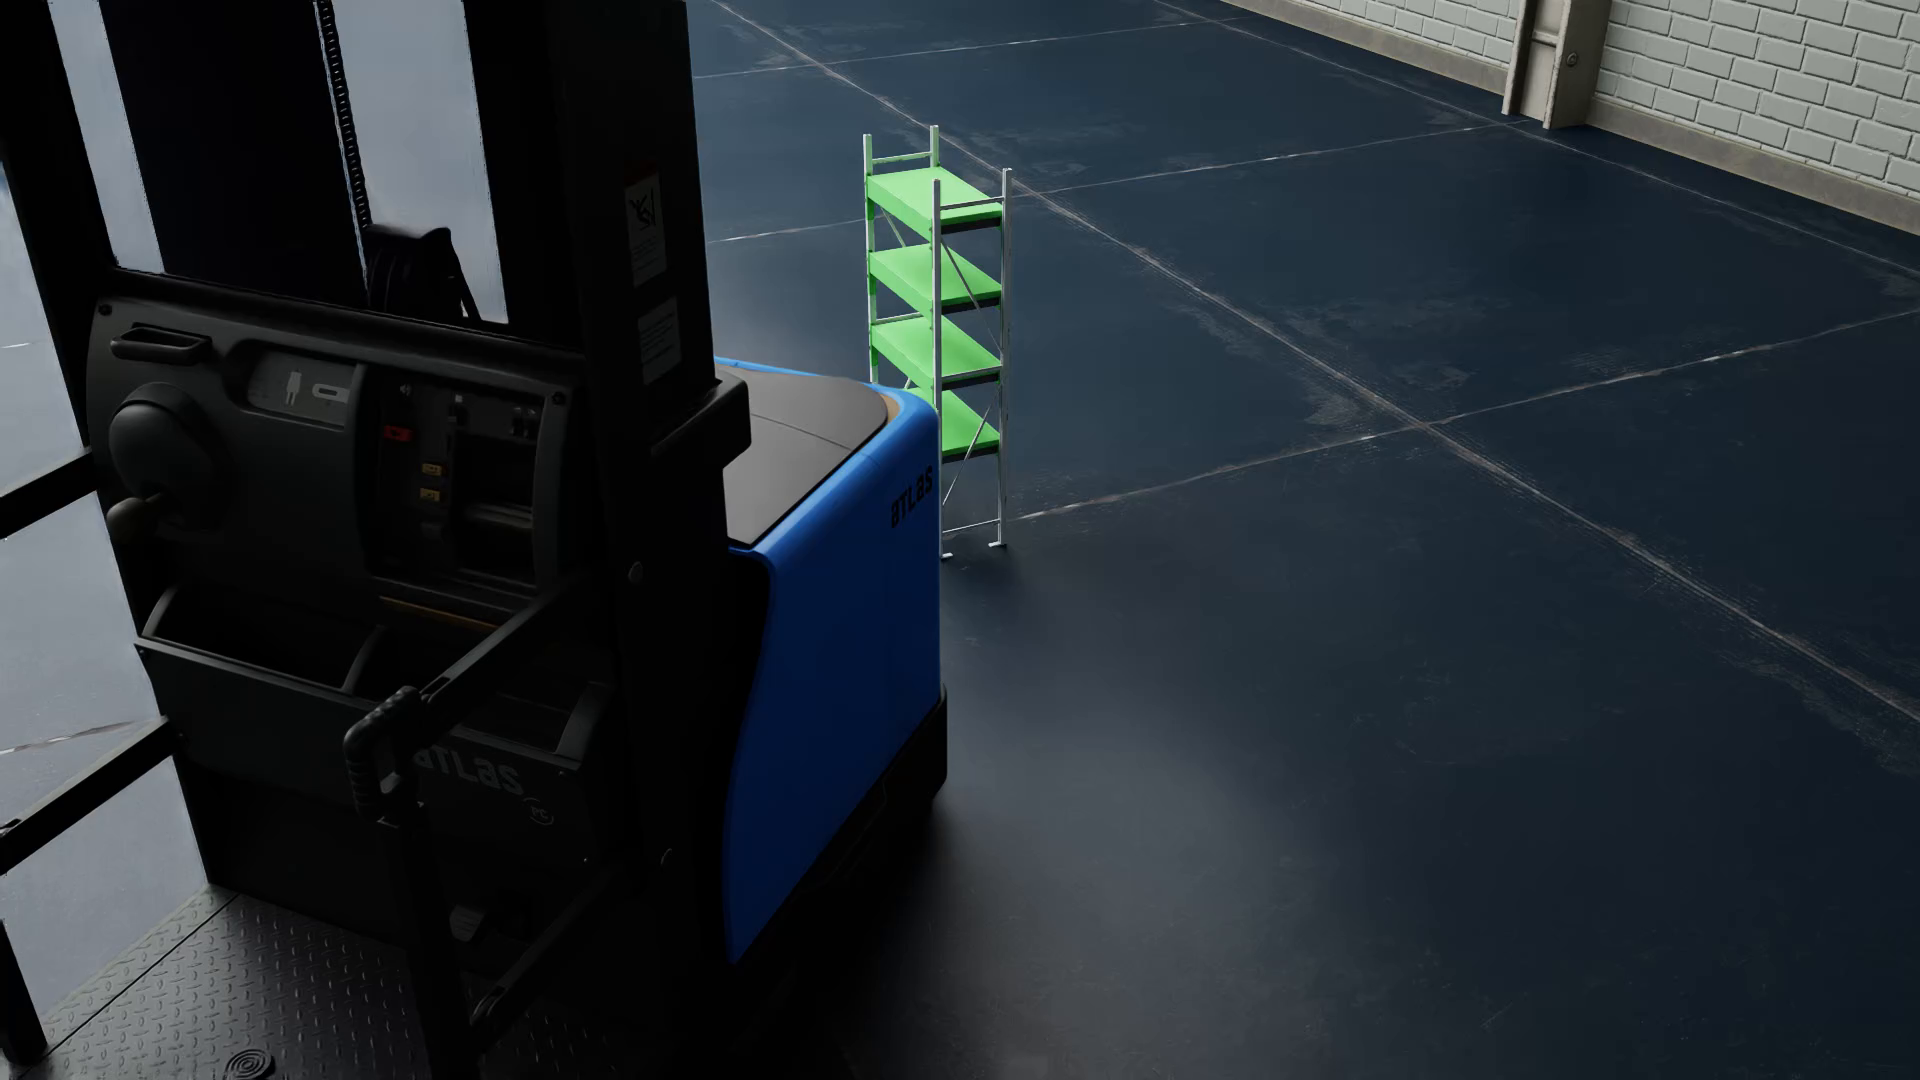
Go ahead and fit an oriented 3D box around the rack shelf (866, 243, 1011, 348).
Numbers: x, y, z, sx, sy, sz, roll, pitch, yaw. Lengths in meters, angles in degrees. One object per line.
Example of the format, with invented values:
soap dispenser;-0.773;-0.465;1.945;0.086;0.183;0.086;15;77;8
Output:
rack shelf;-0.071;-0.750;5.001;0.258;0.148;0.480;-13;32;-22

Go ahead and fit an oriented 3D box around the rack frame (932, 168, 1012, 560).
rack frame;0.034;-0.489;4.895;0.240;1.200;0.015;-13;32;-22

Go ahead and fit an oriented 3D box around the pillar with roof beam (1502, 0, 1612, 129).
pillar with roof beam;-0.511;-5.458;5.784;9.100;9.000;0.400;-13;32;-22

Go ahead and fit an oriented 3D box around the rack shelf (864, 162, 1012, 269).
rack shelf;-0.071;-0.959;4.883;0.258;0.148;0.480;-13;32;-22

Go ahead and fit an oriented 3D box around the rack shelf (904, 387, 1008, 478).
rack shelf;-0.071;-0.331;5.236;0.258;0.148;0.480;-13;32;-22

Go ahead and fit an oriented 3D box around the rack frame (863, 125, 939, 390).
rack frame;-0.176;-0.704;5.279;0.240;1.200;0.015;-13;32;-22

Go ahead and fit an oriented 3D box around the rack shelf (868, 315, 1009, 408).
rack shelf;-0.071;-0.541;5.118;0.258;0.148;0.480;-13;32;-22

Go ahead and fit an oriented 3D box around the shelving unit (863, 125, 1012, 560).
shelving unit;-0.071;-0.596;5.087;0.258;1.200;0.503;-13;32;-22

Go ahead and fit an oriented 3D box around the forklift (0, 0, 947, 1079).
forklift;-1.077;-0.091;2.416;1.130;2.935;3.031;12;31;20
